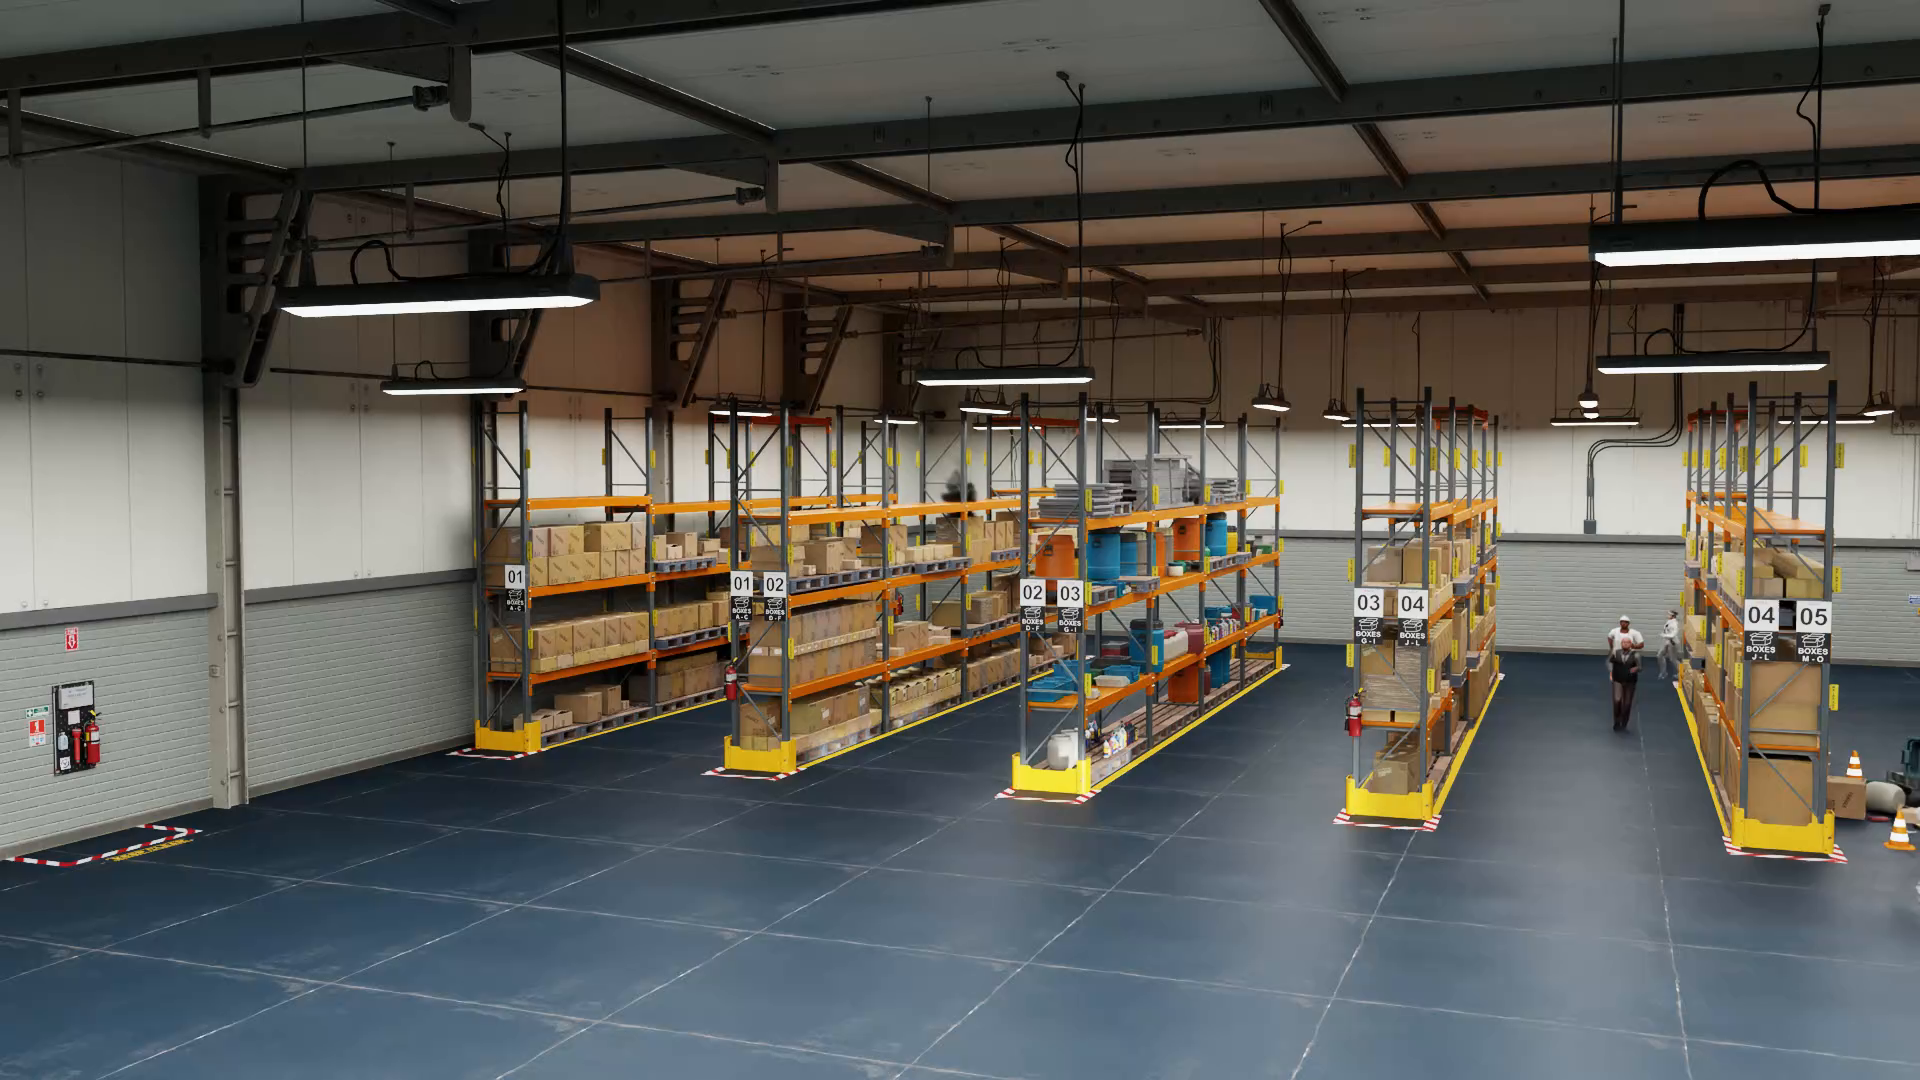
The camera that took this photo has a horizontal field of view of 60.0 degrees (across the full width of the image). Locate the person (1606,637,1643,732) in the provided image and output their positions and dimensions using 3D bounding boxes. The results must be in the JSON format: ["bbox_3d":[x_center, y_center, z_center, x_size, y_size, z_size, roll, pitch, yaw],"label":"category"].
[{"bbox_3d":[12.237,2.663,30.631,0.633,1.749,0.740,1,3,20],"label":"person"}]

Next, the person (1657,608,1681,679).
[{"bbox_3d":[16.173,2.387,37.652,0.640,1.696,0.679,0,3,5],"label":"person"}]

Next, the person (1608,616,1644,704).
[{"bbox_3d":[13.691,2.456,34.210,0.685,1.821,0.774,1,3,22],"label":"person"}]
